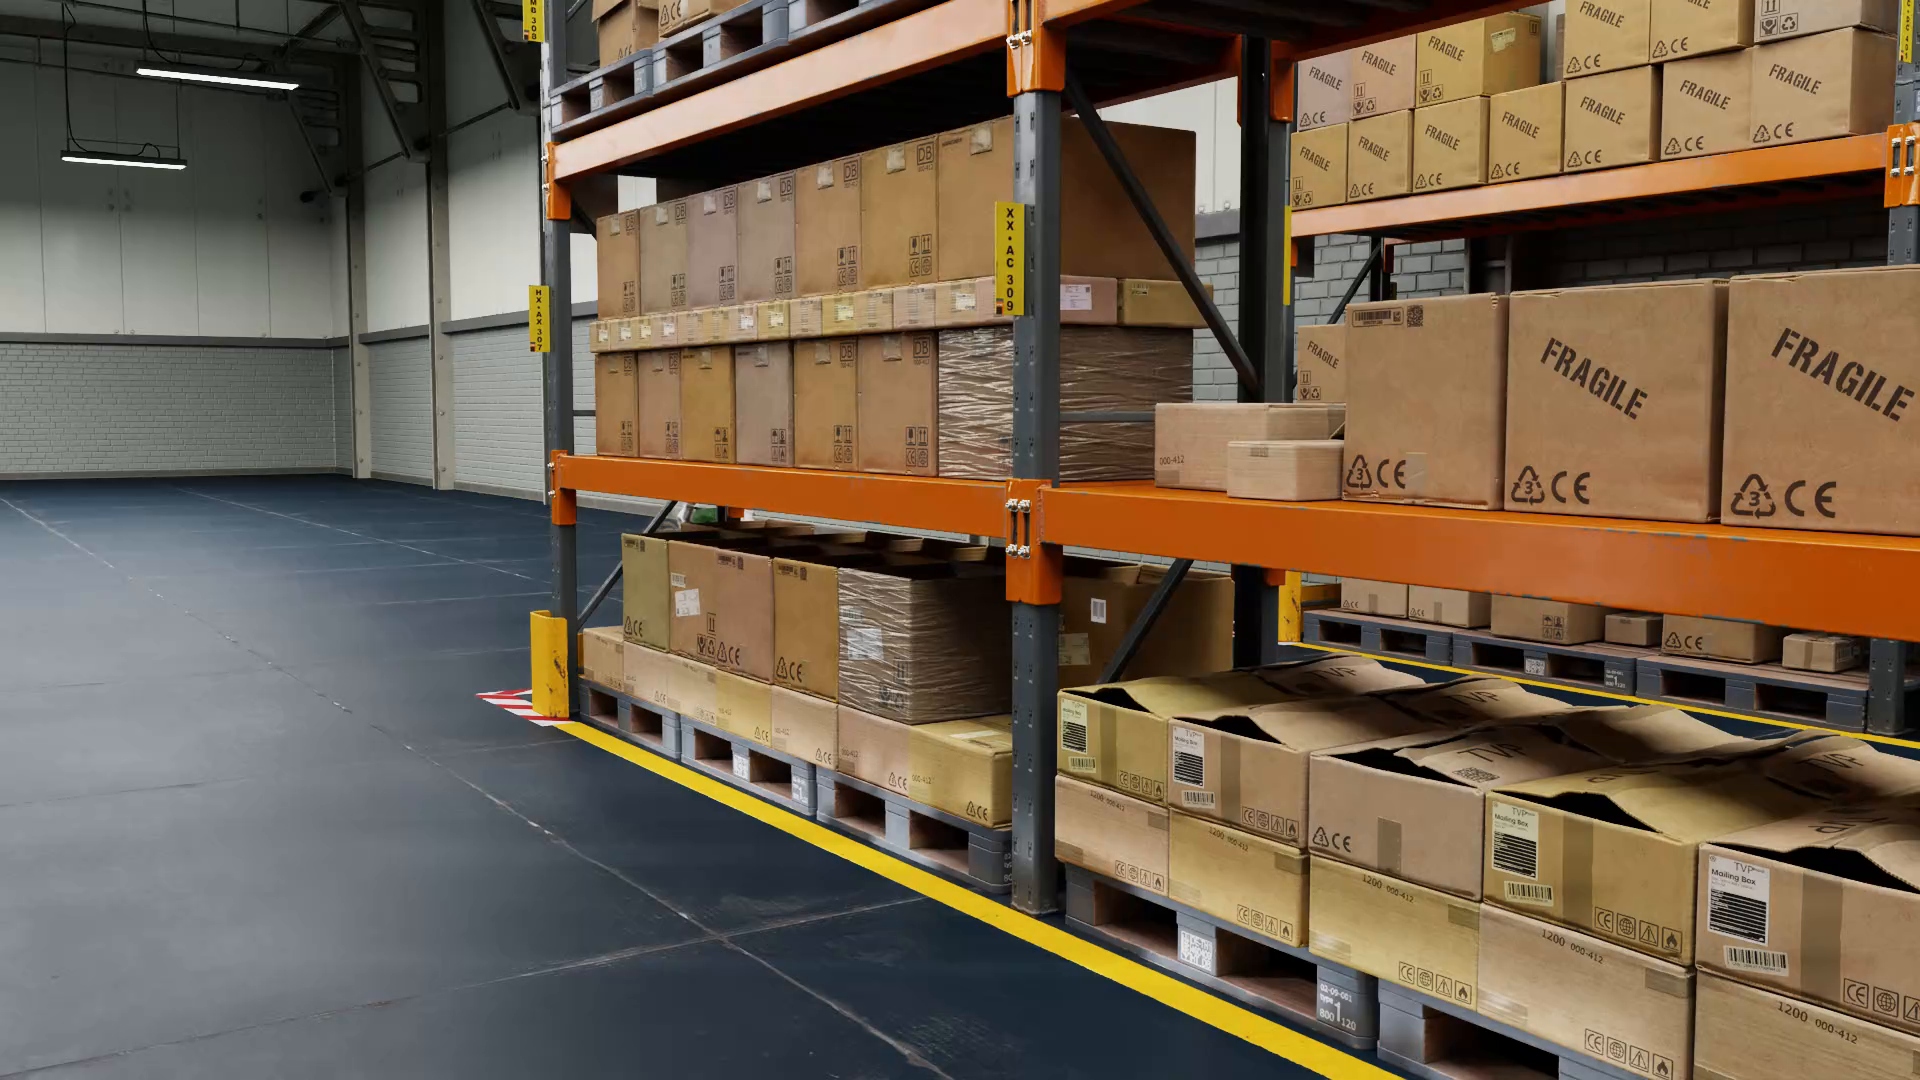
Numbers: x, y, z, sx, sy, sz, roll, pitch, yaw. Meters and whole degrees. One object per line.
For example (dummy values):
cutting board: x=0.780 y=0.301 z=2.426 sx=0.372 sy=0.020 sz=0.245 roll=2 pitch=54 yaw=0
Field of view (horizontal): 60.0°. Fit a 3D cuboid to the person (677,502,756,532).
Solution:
person: x=-1.451 y=-0.146 z=9.972 sx=0.620 sy=1.780 sz=0.446 roll=4 pitch=6 yaw=41
